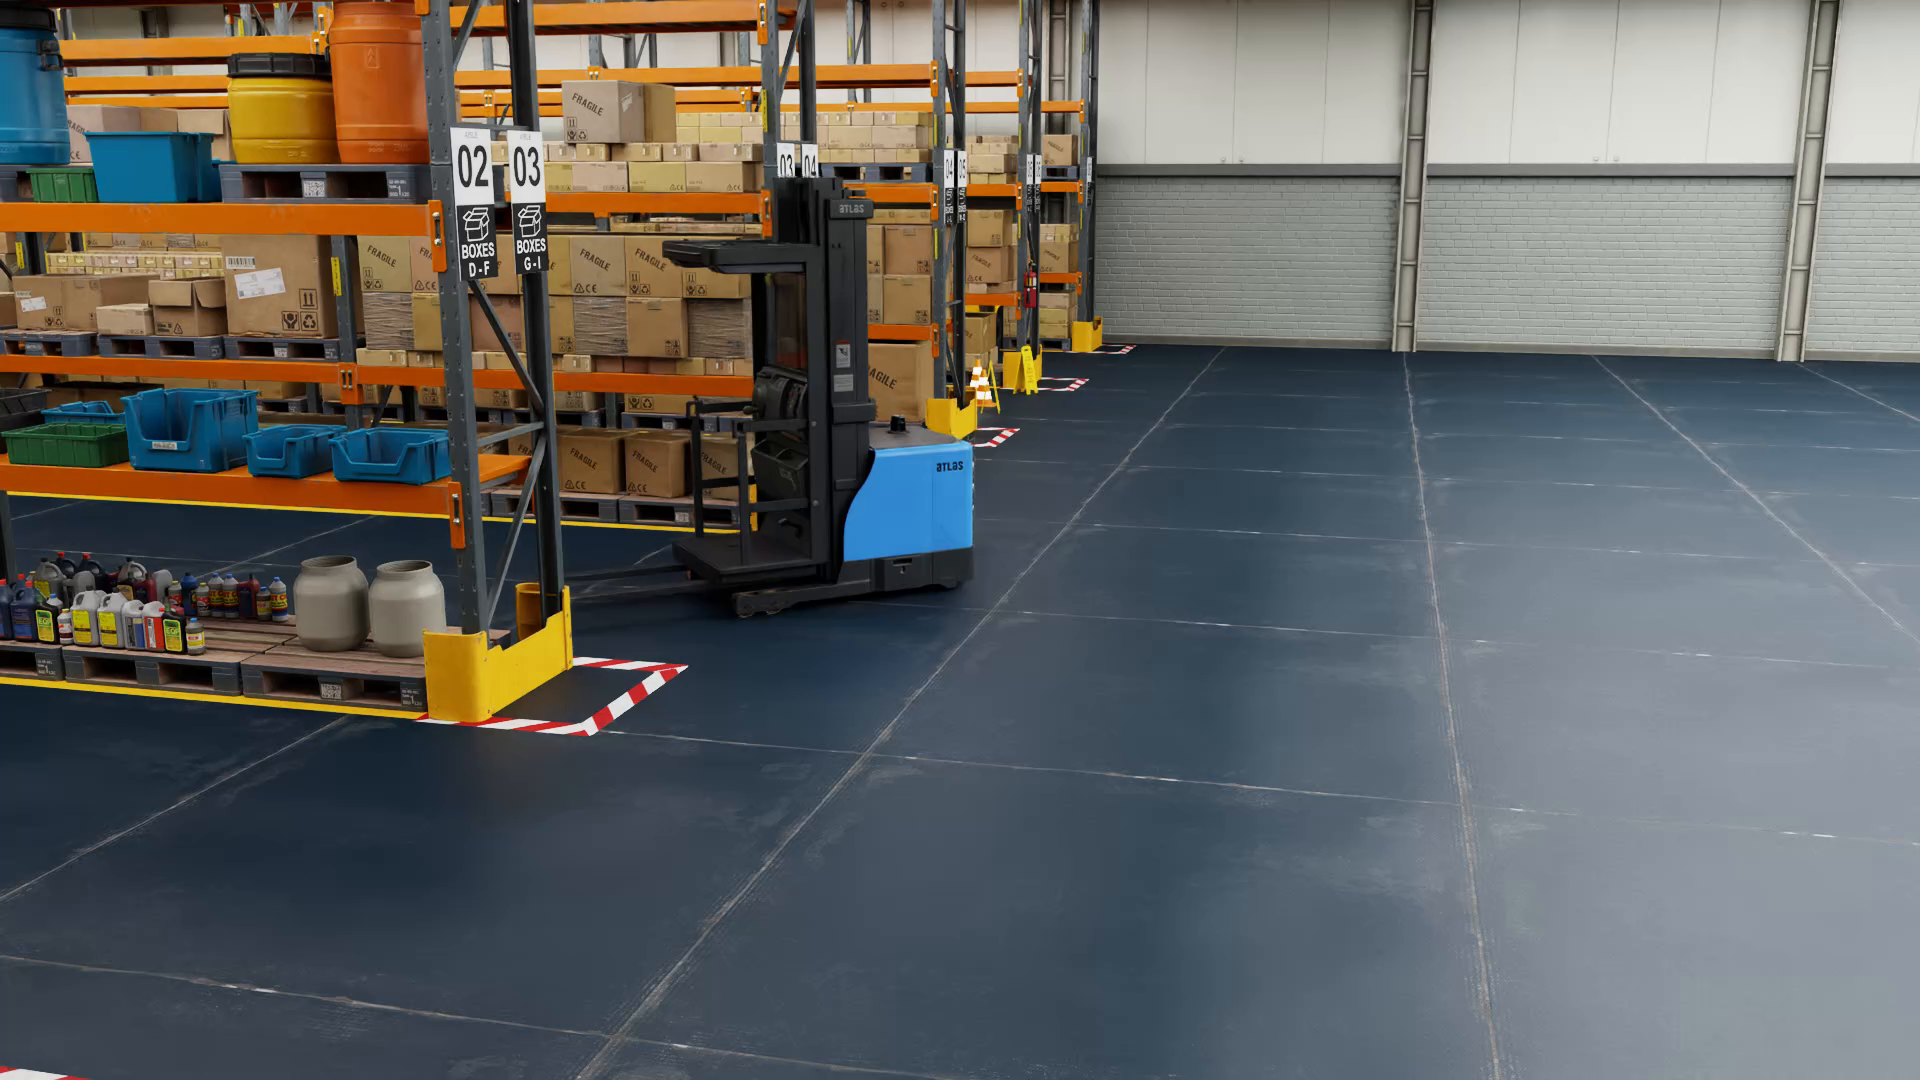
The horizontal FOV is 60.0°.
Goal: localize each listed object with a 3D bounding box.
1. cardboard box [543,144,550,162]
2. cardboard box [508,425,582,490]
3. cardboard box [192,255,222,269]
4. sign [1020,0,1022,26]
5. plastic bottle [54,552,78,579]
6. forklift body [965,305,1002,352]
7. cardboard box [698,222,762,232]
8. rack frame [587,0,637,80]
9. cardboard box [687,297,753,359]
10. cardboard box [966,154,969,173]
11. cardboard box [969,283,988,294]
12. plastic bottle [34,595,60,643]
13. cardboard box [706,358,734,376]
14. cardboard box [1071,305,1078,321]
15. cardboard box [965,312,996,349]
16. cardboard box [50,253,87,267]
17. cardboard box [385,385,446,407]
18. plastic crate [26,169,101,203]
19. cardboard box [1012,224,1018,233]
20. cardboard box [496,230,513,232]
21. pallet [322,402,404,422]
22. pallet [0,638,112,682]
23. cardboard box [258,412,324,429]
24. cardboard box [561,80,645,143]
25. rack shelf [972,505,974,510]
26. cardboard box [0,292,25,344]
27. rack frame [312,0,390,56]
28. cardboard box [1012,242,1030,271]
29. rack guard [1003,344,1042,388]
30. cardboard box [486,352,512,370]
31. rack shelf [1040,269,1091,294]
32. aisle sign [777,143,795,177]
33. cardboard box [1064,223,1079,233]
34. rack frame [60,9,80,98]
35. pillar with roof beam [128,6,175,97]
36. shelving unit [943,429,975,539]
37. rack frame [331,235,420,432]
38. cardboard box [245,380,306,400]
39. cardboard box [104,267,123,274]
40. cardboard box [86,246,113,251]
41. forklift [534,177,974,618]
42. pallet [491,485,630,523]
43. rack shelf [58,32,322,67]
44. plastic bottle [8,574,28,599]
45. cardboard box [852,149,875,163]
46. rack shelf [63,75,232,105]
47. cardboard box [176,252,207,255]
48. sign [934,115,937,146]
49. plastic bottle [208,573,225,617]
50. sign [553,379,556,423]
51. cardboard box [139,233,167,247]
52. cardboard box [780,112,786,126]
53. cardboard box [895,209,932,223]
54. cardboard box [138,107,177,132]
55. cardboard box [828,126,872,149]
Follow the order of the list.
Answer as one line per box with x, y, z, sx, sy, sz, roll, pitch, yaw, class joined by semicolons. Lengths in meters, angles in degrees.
-3.511;-3.276;14.077;0.250;0.149;0.380;3;13;15;cardboard box
-3.728;-0.750;14.990;0.500;0.500;0.500;2;13;9;cardboard box
-9.226;-3.426;20.486;0.250;0.149;0.380;3;13;15;cardboard box
0.819;-7.061;22.262;0.005;0.325;0.100;3;13;14;sign
-5.778;0.255;10.761;0.185;0.351;0.144;3;13;12;plastic bottle
-0.120;-4.059;27.063;1.214;2.155;2.313;3;13;14;forklift body
-2.596;-3.389;19.244;0.550;0.550;0.875;3;13;14;cardboard box
-3.999;-5.805;19.122;0.127;3.000;1.000;3;13;14;rack frame
-1.930;-1.859;14.270;0.500;0.500;0.875;3;13;14;cardboard box
-0.074;-5.250;23.206;0.500;0.250;0.500;3;13;13;cardboard box
0.285;-3.556;23.417;0.250;0.149;0.380;3;13;13;cardboard box
-5.455;0.471;9.942;0.133;0.283;0.061;4;13;16;plastic bottle
-1.971;-1.493;14.116;0.250;0.149;0.380;3;13;14;cardboard box
1.751;-3.933;28.762;0.500;0.250;0.500;3;13;15;cardboard box
0.232;-3.045;24.178;0.500;0.500;0.500;3;13;12;cardboard box
-11.222;-3.534;20.973;0.250;0.149;0.380;3;13;15;cardboard box
-6.464;-2.095;20.476;0.750;0.750;1.050;3;13;14;cardboard box
-5.006;-2.019;9.470;0.450;0.188;0.336;3;13;14;plastic crate
1.028;-5.286;28.220;0.250;0.149;0.380;3;13;14;cardboard box
-4.297;-2.529;14.982;0.500;0.500;0.500;3;13;14;cardboard box
-7.135;-1.666;20.753;1.213;0.211;1.003;3;13;14;pallet
-5.830;0.608;10.505;1.213;0.211;1.003;3;13;14;pallet
-6.335;-0.898;15.611;0.500;0.500;0.700;3;13;13;cardboard box
-2.968;-3.560;13.859;0.500;0.500;0.500;3;13;14;cardboard box
-0.008;-0.231;13.684;0.200;0.077;0.258;3;13;14;rack shelf
-9.576;-2.177;16.390;0.500;0.500;0.500;3;13;15;cardboard box
-5.286;-4.767;14.444;0.127;3.000;1.000;3;13;14;rack frame
1.116;-4.807;28.242;0.500;0.500;0.500;3;13;15;cardboard box
0.898;-2.498;23.840;0.348;0.500;1.175;3;13;14;rack guard
-3.930;-1.582;14.517;0.250;0.149;0.380;3;13;14;cardboard box
0.216;-4.511;28.803;4.000;0.370;1.077;3;13;14;rack shelf
-1.414;-2.834;13.578;0.004;0.787;0.394;3;13;14;aisle sign
1.883;-5.332;28.425;0.250;0.149;0.380;3;13;12;cardboard box
-14.562;-7.474;26.644;0.127;3.000;1.000;3;13;14;rack frame
-16.809;-7.942;28.754;0.548;9.000;9.100;3;13;14;pillar with roof beam
-0.008;-0.440;13.638;0.210;0.900;0.258;3;13;14;shelving unit
-5.286;-1.838;15.094;0.127;3.000;1.000;3;13;14;rack frame
-8.584;-2.047;20.839;0.500;0.500;0.500;3;13;13;cardboard box
-10.476;-3.348;20.824;0.250;0.149;0.380;4;13;16;cardboard box
-13.667;-4.488;26.807;0.500;0.500;0.500;3;13;13;cardboard box
-1.446;-1.031;11.615;3.031;2.935;1.130;-6;14;-26;forklift
-3.437;-0.387;14.989;1.213;0.211;1.003;3;13;14;pallet
-7.228;-4.324;15.033;4.000;0.370;1.077;3;13;14;rack shelf
-5.754;0.381;10.193;0.185;0.351;0.144;3;13;14;plastic bottle
-1.014;-4.236;18.358;0.250;0.149;0.380;3;13;14;cardboard box
-9.825;-5.570;20.646;4.000;0.370;1.077;3;13;14;rack shelf
-9.803;-3.603;21.284;0.250;0.149;0.380;3;13;13;cardboard box
-0.259;-4.413;17.913;0.005;0.325;0.100;3;13;14;sign
-4.704;0.345;10.535;0.097;0.271;0.097;0;13;0;plastic bottle
-2.453;-0.840;9.954;0.005;0.325;0.100;3;13;14;sign
-12.675;-4.921;26.449;0.500;0.500;0.500;3;13;14;cardboard box
-2.005;-4.679;18.509;0.250;0.149;0.380;3;13;14;cardboard box
-0.586;-4.410;23.460;0.500;0.500;0.700;3;13;13;cardboard box
-7.669;-3.778;15.525;0.500;0.500;0.500;3;13;14;cardboard box
-1.143;-4.451;18.406;0.500;0.250;0.500;3;13;14;cardboard box
